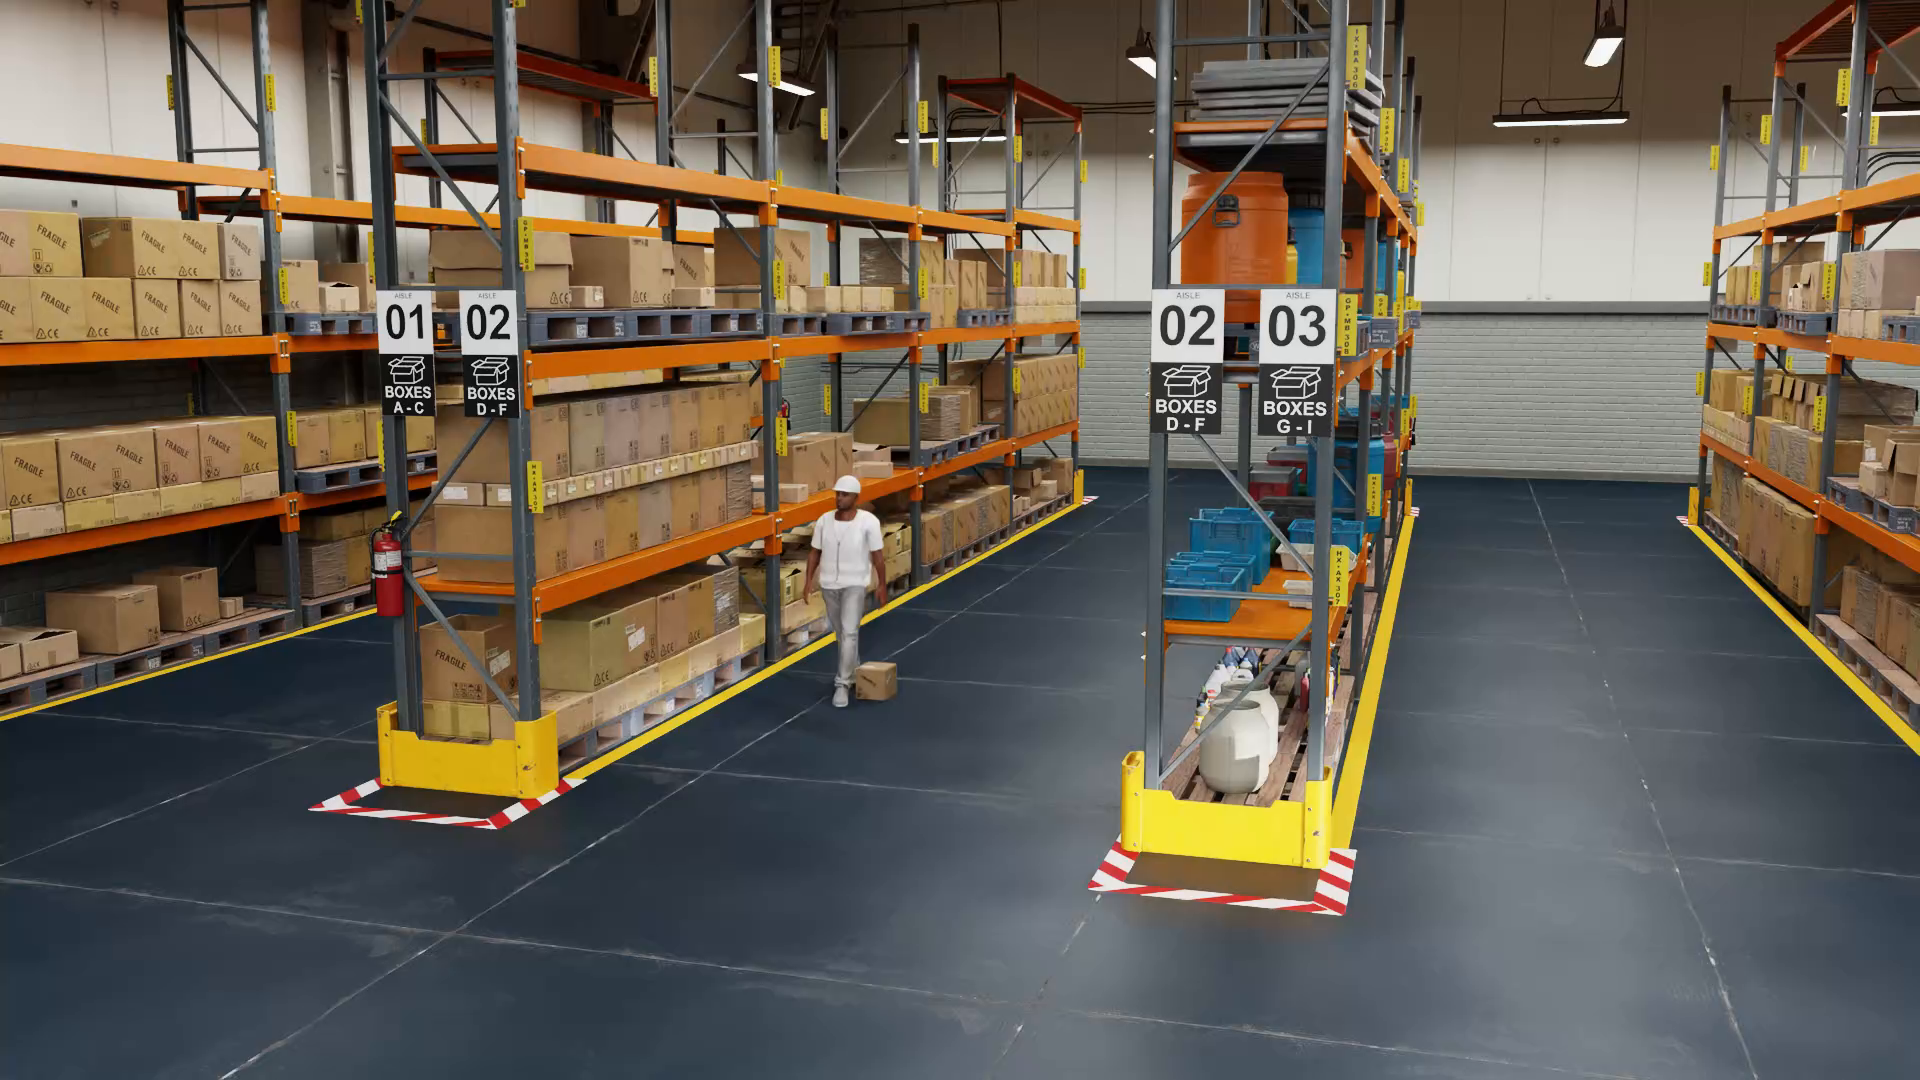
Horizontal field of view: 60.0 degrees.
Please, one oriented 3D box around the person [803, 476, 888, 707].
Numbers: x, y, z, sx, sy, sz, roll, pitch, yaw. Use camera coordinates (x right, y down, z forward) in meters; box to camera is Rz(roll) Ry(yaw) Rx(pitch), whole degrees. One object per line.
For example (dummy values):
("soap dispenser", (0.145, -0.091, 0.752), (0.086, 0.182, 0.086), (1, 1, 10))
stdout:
("person", (-0.951, 0.363, 13.168), (0.610, 1.734, 0.934), (3, 9, 21))
